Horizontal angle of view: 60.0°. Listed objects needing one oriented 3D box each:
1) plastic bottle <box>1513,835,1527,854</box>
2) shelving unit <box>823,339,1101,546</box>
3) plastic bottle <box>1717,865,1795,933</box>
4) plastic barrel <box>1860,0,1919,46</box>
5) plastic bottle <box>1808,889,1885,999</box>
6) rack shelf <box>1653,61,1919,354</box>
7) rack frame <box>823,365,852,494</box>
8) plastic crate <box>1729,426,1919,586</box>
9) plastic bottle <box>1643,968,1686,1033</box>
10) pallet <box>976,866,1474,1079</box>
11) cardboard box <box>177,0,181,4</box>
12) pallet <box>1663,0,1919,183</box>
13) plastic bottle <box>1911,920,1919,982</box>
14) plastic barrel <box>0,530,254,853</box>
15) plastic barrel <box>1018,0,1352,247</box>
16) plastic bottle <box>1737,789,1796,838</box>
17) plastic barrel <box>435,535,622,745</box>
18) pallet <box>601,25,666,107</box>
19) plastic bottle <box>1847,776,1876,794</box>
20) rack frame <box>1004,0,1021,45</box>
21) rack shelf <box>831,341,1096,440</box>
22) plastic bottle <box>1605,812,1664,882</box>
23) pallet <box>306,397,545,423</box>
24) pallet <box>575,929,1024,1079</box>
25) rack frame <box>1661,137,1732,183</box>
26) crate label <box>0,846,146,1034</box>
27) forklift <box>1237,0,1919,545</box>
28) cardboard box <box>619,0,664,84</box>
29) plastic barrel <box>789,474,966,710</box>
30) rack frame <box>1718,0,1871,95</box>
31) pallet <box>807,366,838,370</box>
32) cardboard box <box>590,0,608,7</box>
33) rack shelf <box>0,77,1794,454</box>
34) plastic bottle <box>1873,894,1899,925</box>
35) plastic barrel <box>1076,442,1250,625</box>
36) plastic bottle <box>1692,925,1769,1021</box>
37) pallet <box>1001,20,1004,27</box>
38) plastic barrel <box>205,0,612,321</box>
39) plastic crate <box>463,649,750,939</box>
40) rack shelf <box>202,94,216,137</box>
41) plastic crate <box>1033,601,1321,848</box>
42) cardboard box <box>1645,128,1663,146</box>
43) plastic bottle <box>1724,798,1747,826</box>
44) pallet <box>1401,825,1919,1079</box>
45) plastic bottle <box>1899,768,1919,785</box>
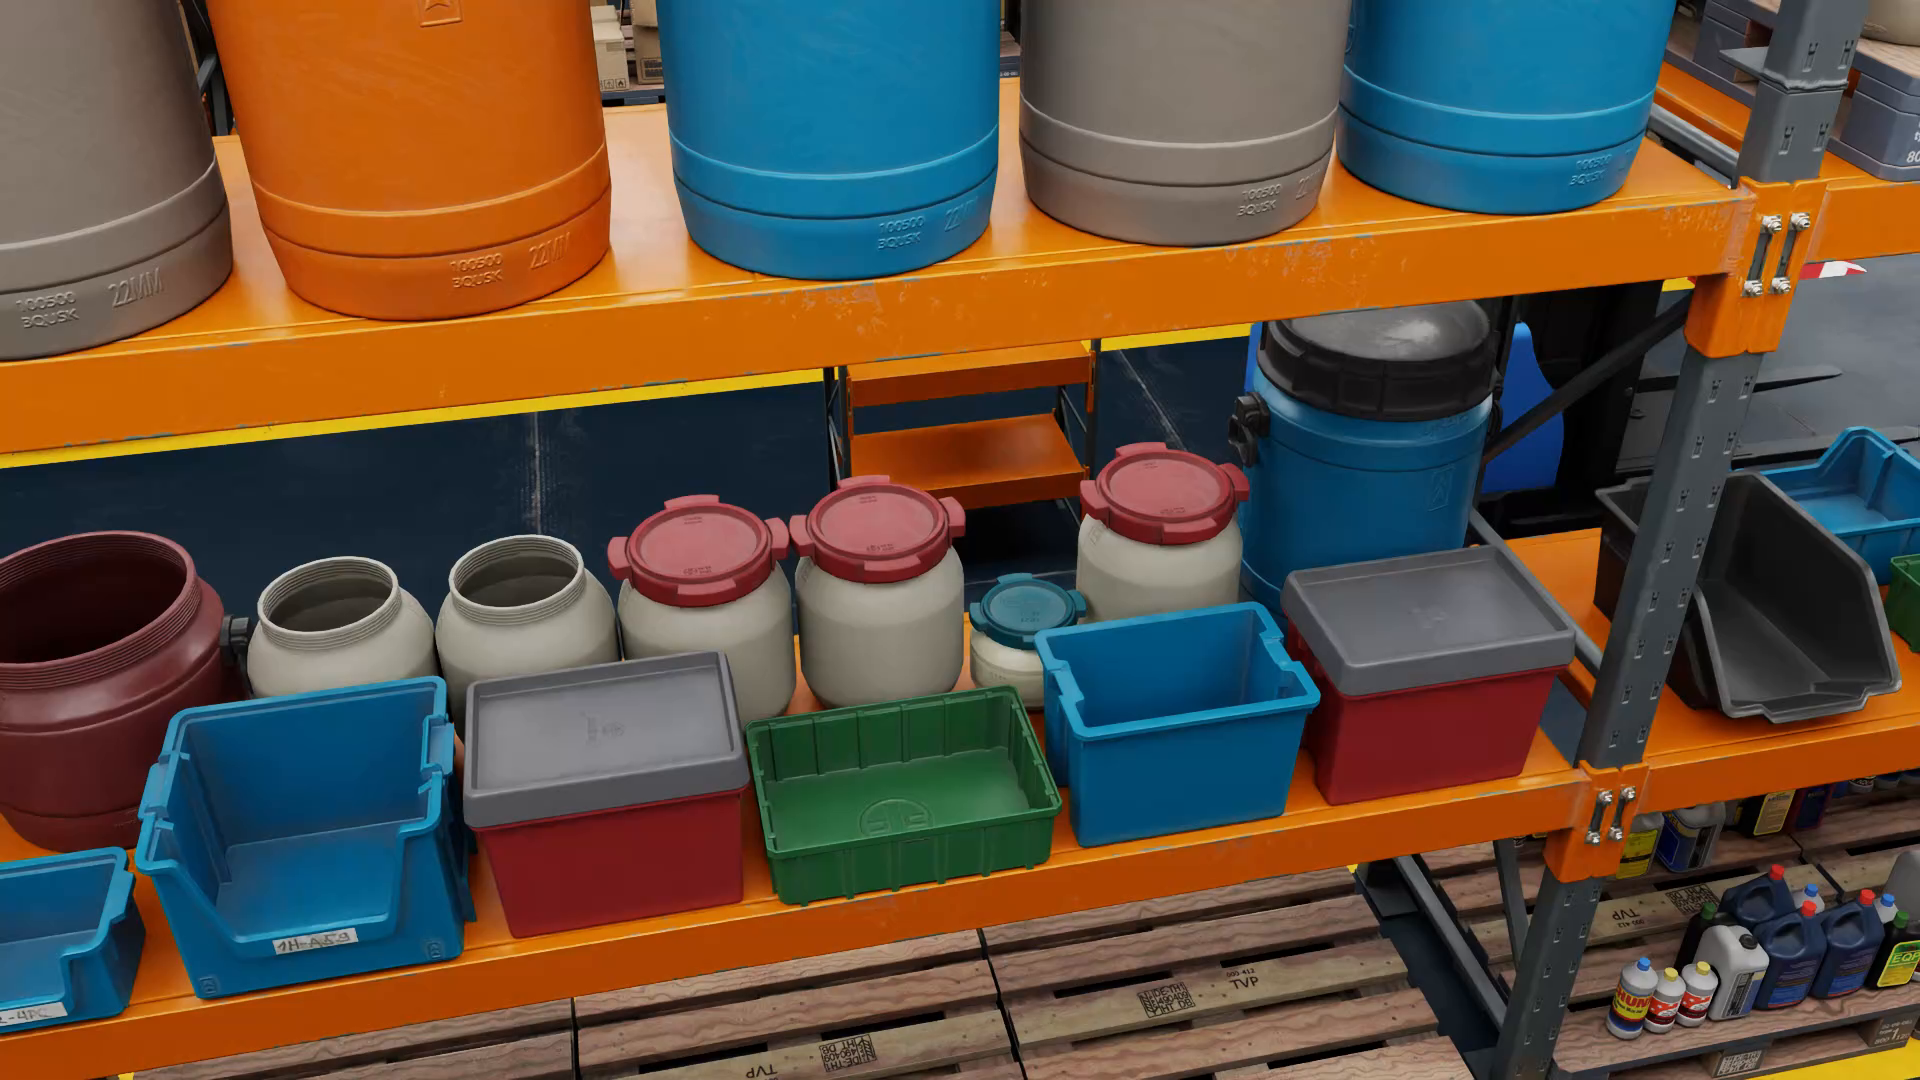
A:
[{"bbox_3d":[1.782,0.900,5.334,0.097,0.201,0.097,0,34,0],"label":"plastic bottle"},{"bbox_3d":[-0.007,-0.466,6.935,1.048,1.125,0.538,-7,35,-11],"label":"shelving unit"},{"bbox_3d":[2.344,1.100,4.902,0.185,0.351,0.144,-7,35,-11],"label":"plastic bottle"},{"bbox_3d":[1.960,-1.278,3.294,0.421,0.512,0.421,0,34,0],"label":"plastic barrel"},{"bbox_3d":[2.560,1.155,4.820,0.185,0.351,0.144,-9,35,-13],"label":"plastic bottle"},{"bbox_3d":[3.447,-1.058,4.089,4.000,0.370,1.077,-7,35,-11],"label":"rack shelf"},{"bbox_3d":[-0.502,-0.404,6.842,0.032,1.125,0.500,-7,35,-11],"label":"rack frame"},{"bbox_3d":[2.516,-0.088,4.822,0.616,0.251,0.499,-7,35,-11],"label":"plastic crate"},{"bbox_3d":[2.003,1.300,4.737,0.097,0.201,0.097,0,34,0],"label":"plastic bottle"},{"bbox_3d":[0.739,1.410,4.960,1.213,0.211,1.003,-7,35,-11],"label":"pallet"},{"bbox_3d":[-5.593,-3.927,11.604,0.500,0.250,0.500,-7,34,-10],"label":"cardboard box"},{"bbox_3d":[2.179,-1.175,3.786,1.003,0.211,1.213,-7,35,-11],"label":"pallet"},{"bbox_3d":[2.841,1.195,4.894,0.097,0.201,0.097,0,34,0],"label":"plastic bottle"},{"bbox_3d":[-2.019,0.348,3.918,0.708,0.536,0.600,-7,35,-11],"label":"plastic barrel"},{"bbox_3d":[0.410,-1.059,2.994,0.600,0.901,0.600,0,34,0],"label":"plastic barrel"},{"bbox_3d":[2.611,0.833,5.360,0.133,0.283,0.061,-7,35,-11],"label":"plastic bottle"},{"bbox_3d":[-1.038,0.285,4.033,0.421,0.512,0.421,0,34,0],"label":"plastic barrel"},{"bbox_3d":[-1.576,-2.252,8.086,1.213,0.211,1.003,-7,35,-11],"label":"pallet"},{"bbox_3d":[3.032,0.742,5.569,0.097,0.201,0.097,0,34,0],"label":"plastic bottle"},{"bbox_3d":[0.404,-2.558,8.369,0.127,3.000,1.000,-7,35,-11],"label":"rack frame"},{"bbox_3d":[-0.007,-0.709,6.772,1.000,0.278,0.538,-7,35,-11],"label":"rack shelf"},{"bbox_3d":[2.093,0.894,5.208,0.185,0.351,0.144,-7,35,-11],"label":"plastic bottle"},{"bbox_3d":[-2.735,-1.003,8.556,1.213,0.211,1.003,-7,35,-11],"label":"pallet"},{"bbox_3d":[-0.453,1.562,4.733,1.213,0.211,1.003,-7,35,-11],"label":"pallet"},{"bbox_3d":[4.305,-3.049,9.102,0.127,3.000,1.000,-7,35,-11],"label":"rack frame"},{"bbox_3d":[-1.911,0.847,3.445,0.416,0.233,0.303,-7,35,-11],"label":"crate label"},{"bbox_3d":[2.854,-1.520,6.884,3.031,2.935,1.130,-7,34,-10],"label":"forklift"},{"bbox_3d":[-1.267,-2.512,7.831,0.637,0.503,0.797,-4,34,-6],"label":"cardboard box"},{"bbox_3d":[-0.201,0.166,4.188,0.433,0.535,0.433,0,34,0],"label":"plastic barrel"},{"bbox_3d":[1.497,-2.357,2.686,0.127,3.000,1.000,-7,35,-11],"label":"rack frame"},{"bbox_3d":[-0.355,-1.303,9.003,1.213,0.211,1.003,-7,35,-11],"label":"pallet"},{"bbox_3d":[-3.027,-4.150,12.384,0.750,0.750,1.050,-7,34,-10],"label":"cardboard box"},{"bbox_3d":[-0.454,-0.567,3.356,4.000,0.370,1.077,-7,35,-11],"label":"rack shelf"},{"bbox_3d":[2.695,1.149,4.899,0.097,0.271,0.097,0,34,0],"label":"plastic bottle"},{"bbox_3d":[0.515,0.076,4.322,0.433,0.535,0.433,0,34,0],"label":"plastic barrel"},{"bbox_3d":[2.213,1.227,4.779,0.135,0.276,0.152,-6,34,-9],"label":"plastic bottle"},{"bbox_3d":[0.167,-4.159,13.258,1.213,0.211,1.003,-7,35,-11],"label":"pallet"},{"bbox_3d":[-0.918,-0.861,2.764,0.708,0.830,0.600,-7,35,-11],"label":"plastic barrel"},{"bbox_3d":[-0.761,0.567,3.656,0.583,0.464,0.402,-7,35,-11],"label":"plastic crate"},{"bbox_3d":[-5.448,-1.521,7.471,4.000,0.370,1.077,-7,35,-11],"label":"rack shelf"},{"bbox_3d":[0.489,0.446,3.908,0.575,0.384,0.392,-7,35,-11],"label":"plastic crate"},{"bbox_3d":[3.693,-2.118,9.581,0.500,0.500,0.500,-1,34,-2],"label":"cardboard box"},{"bbox_3d":[2.563,0.752,5.419,0.185,0.351,0.144,-7,35,-11],"label":"plastic bottle"},{"bbox_3d":[2.161,1.232,5.224,1.213,0.211,1.003,-7,35,-11],"label":"pallet"},{"bbox_3d":[3.227,0.688,5.586,0.097,0.271,0.097,0,34,0],"label":"plastic bottle"}]
